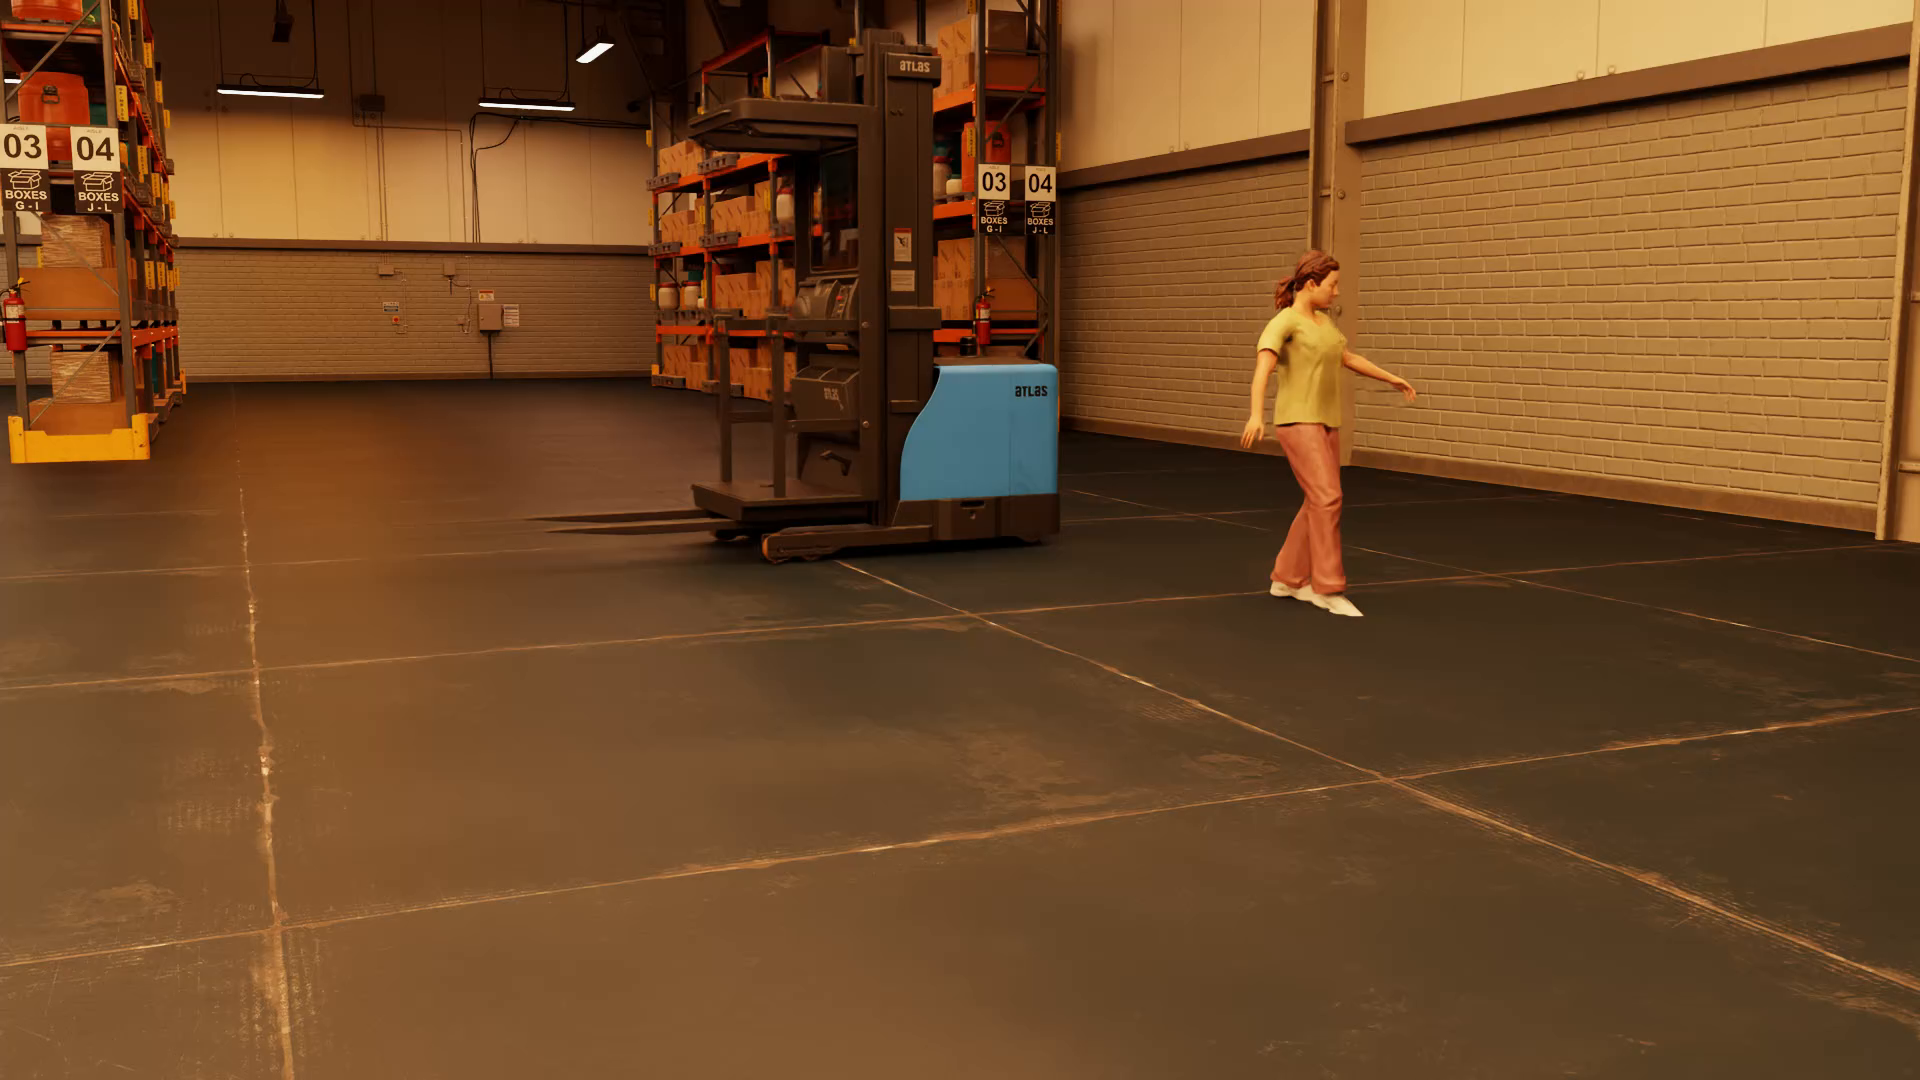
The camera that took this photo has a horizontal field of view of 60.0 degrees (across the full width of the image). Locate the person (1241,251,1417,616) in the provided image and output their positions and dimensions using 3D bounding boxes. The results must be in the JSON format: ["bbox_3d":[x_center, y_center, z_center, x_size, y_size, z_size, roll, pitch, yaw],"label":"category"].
[{"bbox_3d":[1.692,-0.491,7.731,0.902,1.691,0.632,-7,11,-44],"label":"person"}]

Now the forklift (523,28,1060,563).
[{"bbox_3d":[-0.962,-1.402,9.576,3.031,2.935,1.130,-3,8,-25],"label":"forklift"}]
